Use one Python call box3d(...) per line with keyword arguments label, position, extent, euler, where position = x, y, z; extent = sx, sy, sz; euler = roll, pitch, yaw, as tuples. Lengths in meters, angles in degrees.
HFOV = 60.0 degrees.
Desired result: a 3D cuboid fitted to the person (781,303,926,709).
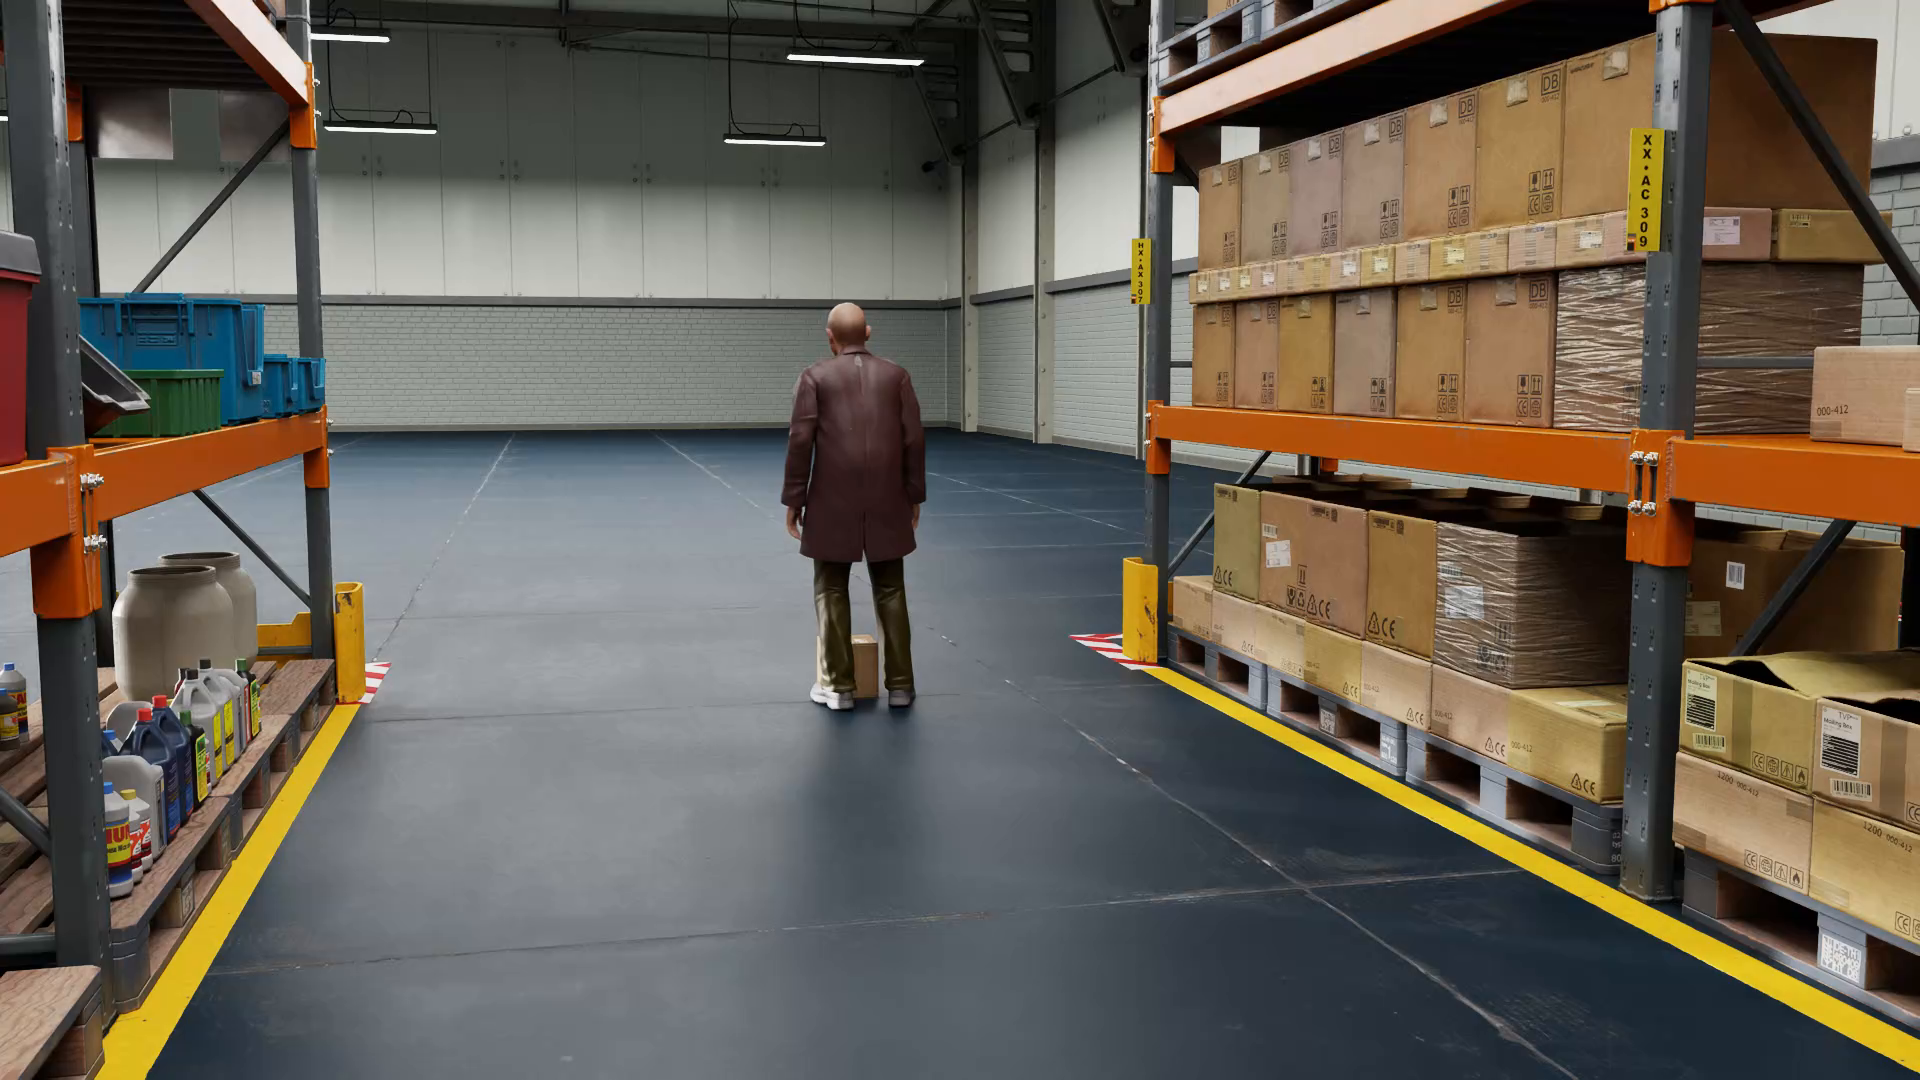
box3d(label="person", position=(-0.462, -0.152, 7.333), extent=(0.656, 1.774, 0.418), euler=(-2, 6, -16))
